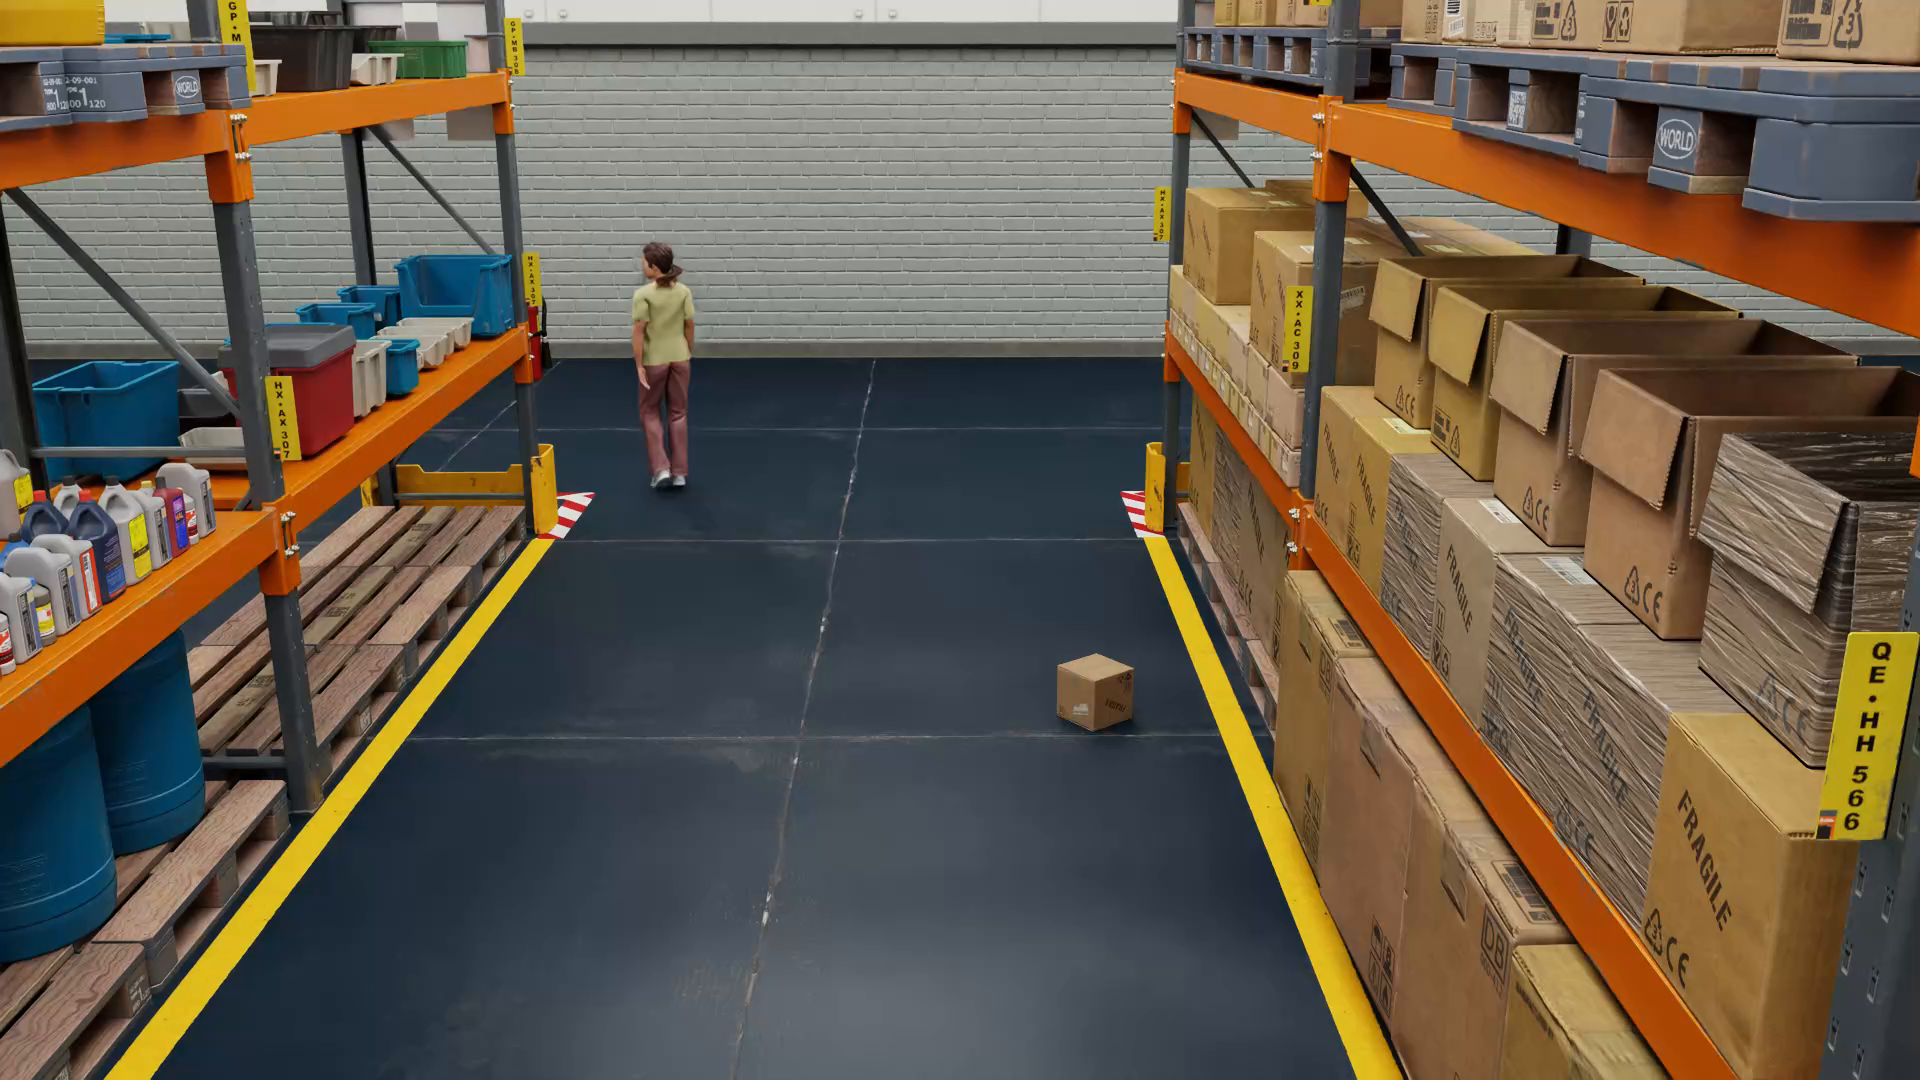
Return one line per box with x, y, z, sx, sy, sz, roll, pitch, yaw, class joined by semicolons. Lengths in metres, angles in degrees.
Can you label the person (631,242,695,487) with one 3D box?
-2.012;-1.153;11.297;0.460;1.734;0.408;-8;19;-25;person
